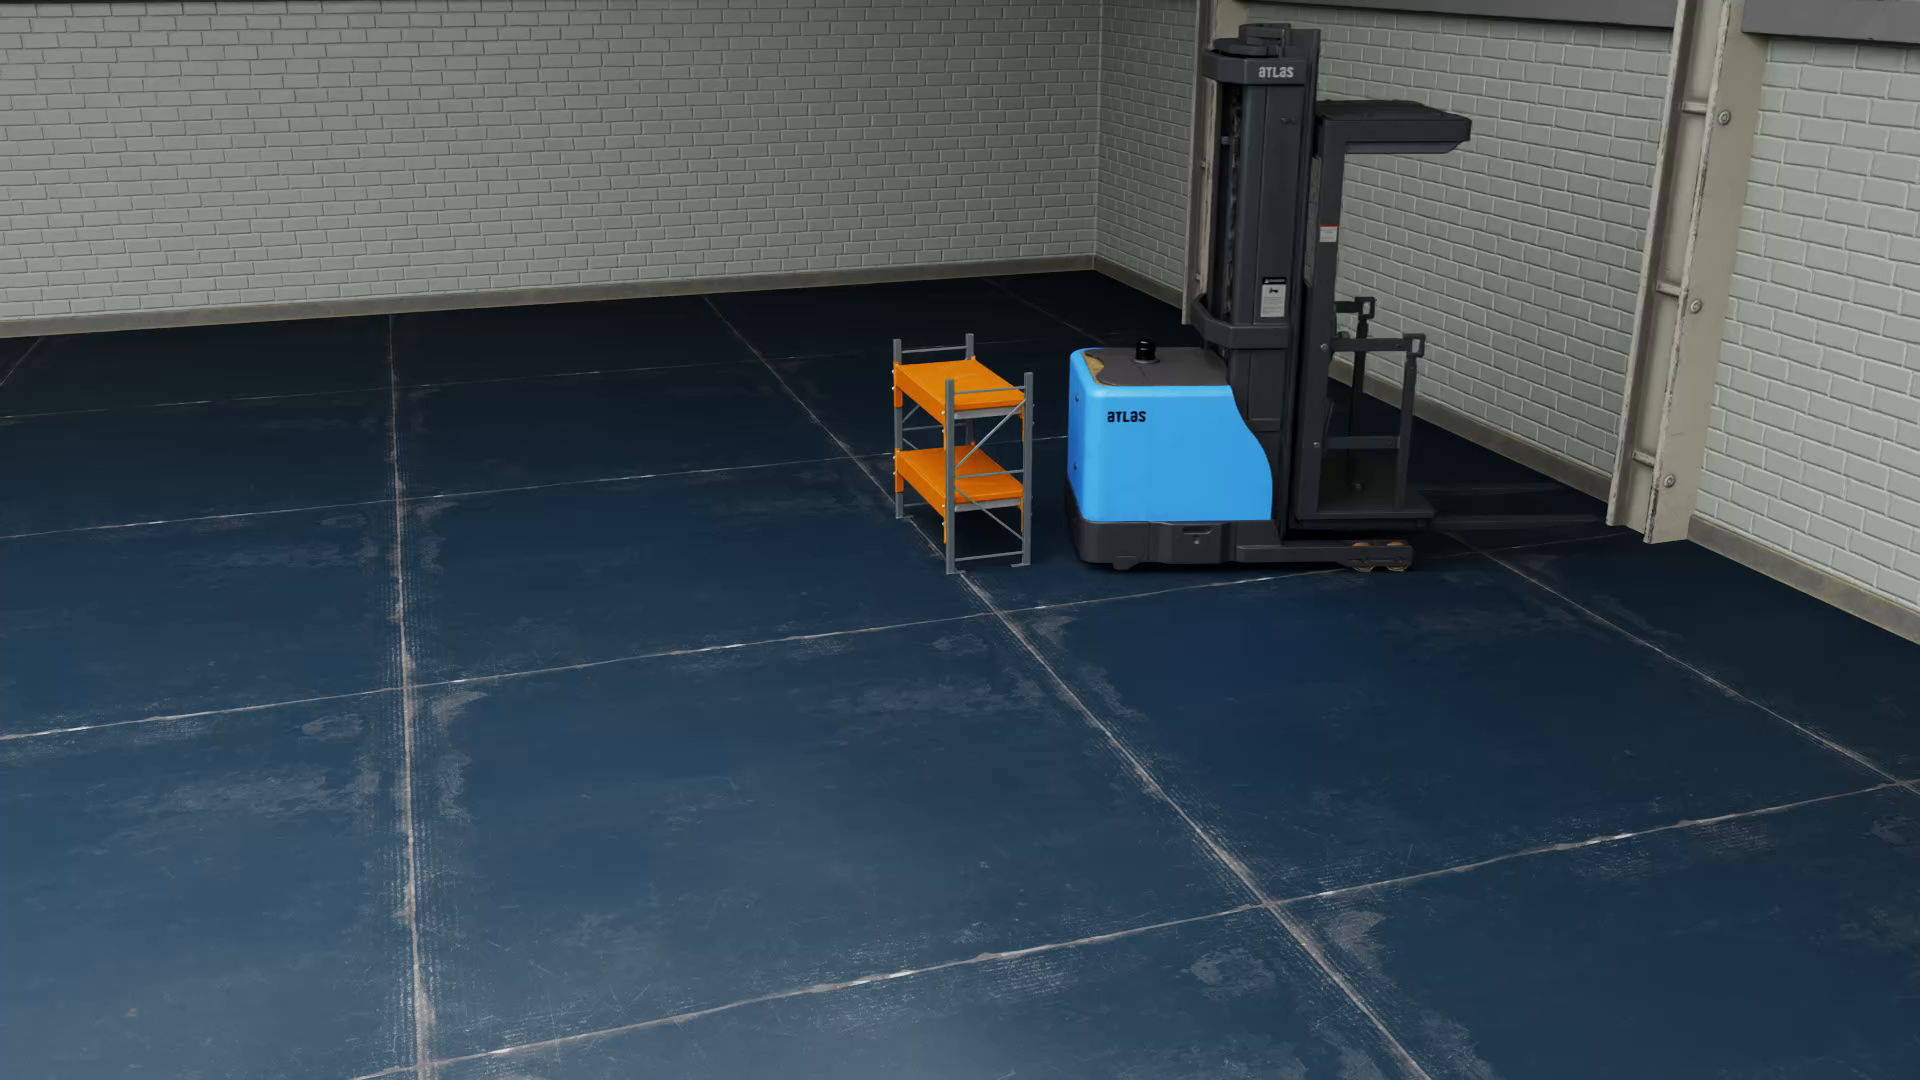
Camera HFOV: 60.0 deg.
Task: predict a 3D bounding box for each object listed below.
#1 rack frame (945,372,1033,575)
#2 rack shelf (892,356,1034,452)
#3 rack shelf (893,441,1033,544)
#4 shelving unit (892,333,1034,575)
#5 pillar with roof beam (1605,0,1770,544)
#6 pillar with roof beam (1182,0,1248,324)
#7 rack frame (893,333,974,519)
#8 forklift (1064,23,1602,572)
[{"bbox_3d":[0.162,-0.364,9.266,0.500,1.125,0.032,-6,21,-17],"label":"rack frame"},{"bbox_3d":[0.002,-0.803,9.621,0.538,0.278,1.000,-6,21,-17],"label":"rack shelf"},{"bbox_3d":[0.002,-0.297,9.803,0.538,0.278,1.000,-6,21,-17],"label":"rack shelf"},{"bbox_3d":[0.002,-0.527,9.720,0.538,1.125,1.048,-6,21,-17],"label":"shelving unit"},{"bbox_3d":[0.079,-3.835,7.280,9.100,9.000,0.400,-6,21,-17],"label":"pillar with roof beam"},{"bbox_3d":[-1.807,-5.760,12.641,9.100,9.000,0.400,-6,21,-17],"label":"pillar with roof beam"},{"bbox_3d":[-0.158,-0.690,10.174,0.500,1.125,0.032,-6,21,-17],"label":"rack frame"},{"bbox_3d":[2.173,-1.377,9.414,3.031,2.935,1.130,-1,20,-2],"label":"forklift"}]
